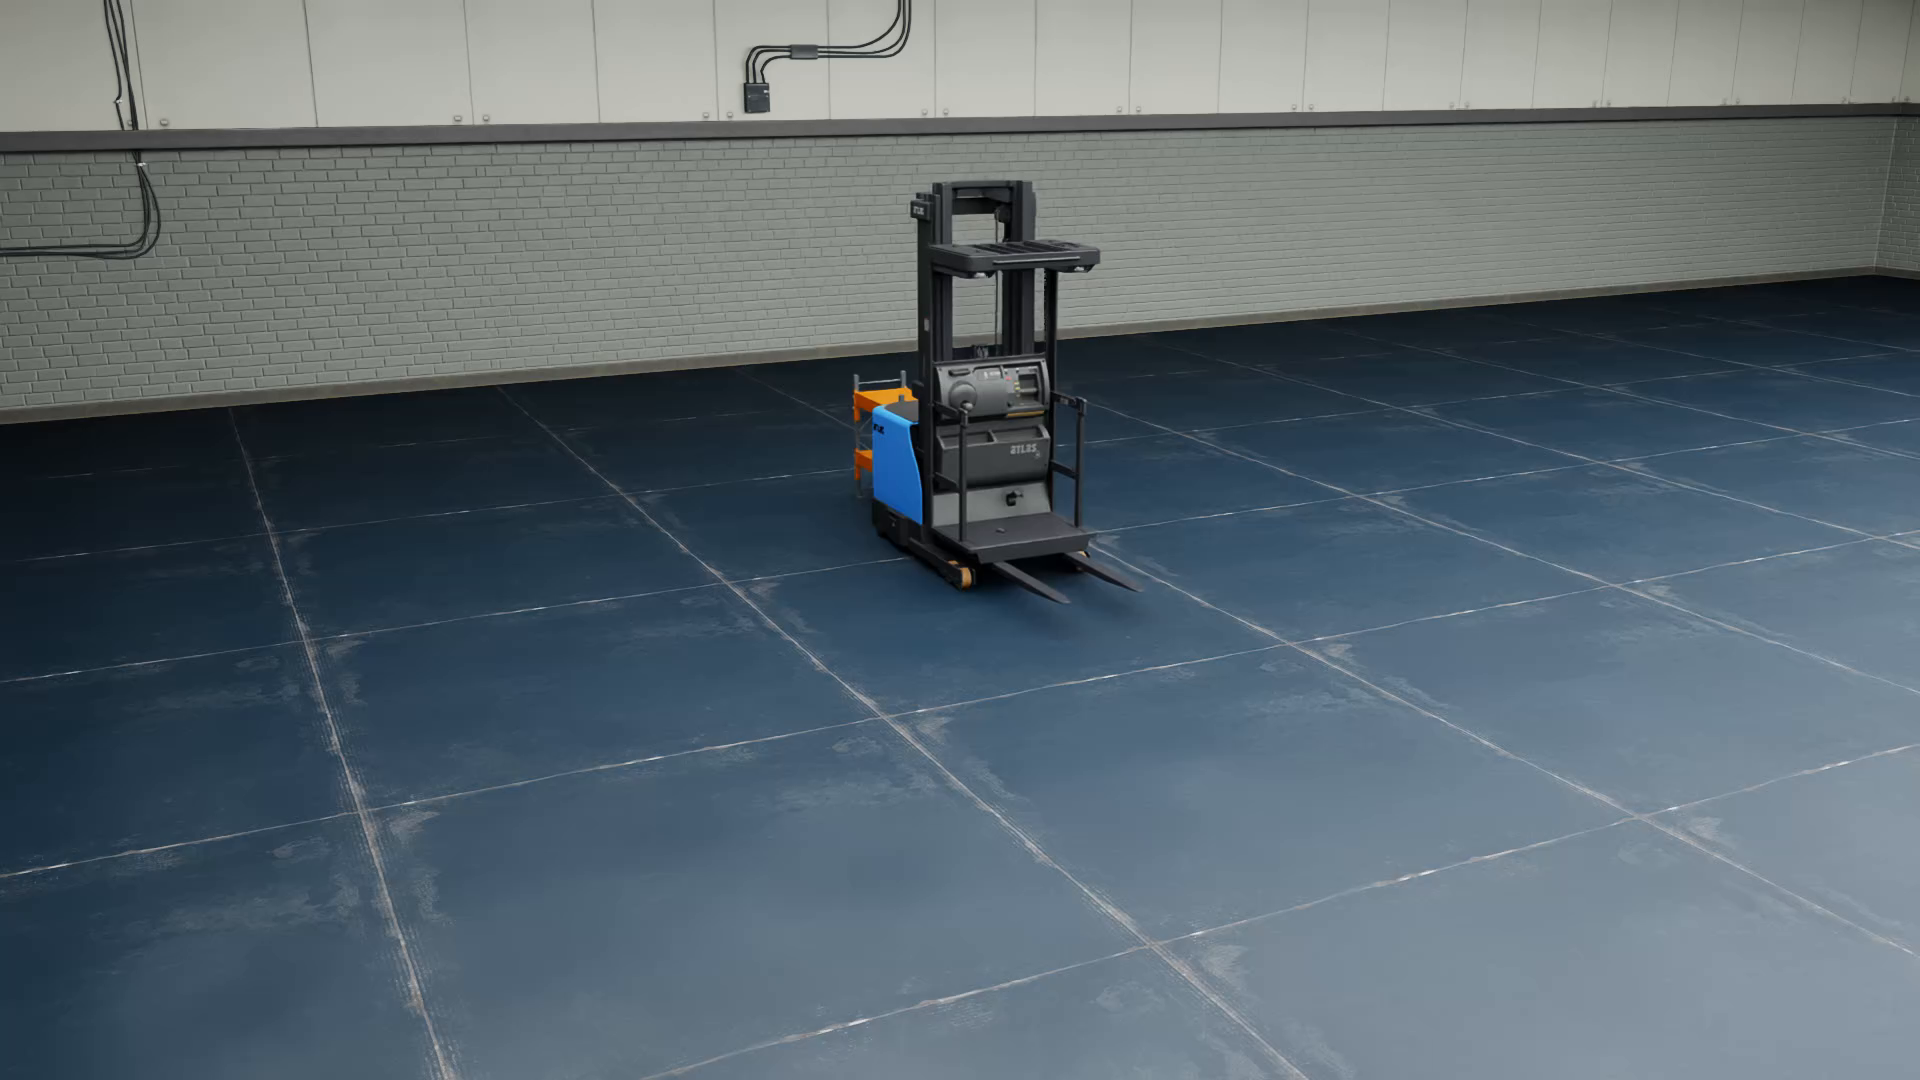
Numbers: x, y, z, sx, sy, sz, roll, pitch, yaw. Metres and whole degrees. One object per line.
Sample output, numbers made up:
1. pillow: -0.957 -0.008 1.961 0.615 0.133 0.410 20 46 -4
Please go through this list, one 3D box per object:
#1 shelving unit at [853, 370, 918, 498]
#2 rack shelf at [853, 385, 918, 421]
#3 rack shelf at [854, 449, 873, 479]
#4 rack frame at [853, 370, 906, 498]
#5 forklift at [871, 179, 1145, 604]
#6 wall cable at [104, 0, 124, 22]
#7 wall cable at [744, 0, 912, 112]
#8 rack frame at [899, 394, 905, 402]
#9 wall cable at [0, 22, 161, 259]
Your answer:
1. shelving unit: -0.501 -0.830 14.602 0.538 1.125 1.048 -8 18 -25
2. rack shelf: -0.501 -1.111 14.521 0.538 0.278 1.000 -8 18 -25
3. rack shelf: -0.501 -0.595 14.670 0.538 0.278 1.000 -8 18 -25
4. rack frame: -0.721 -0.956 15.043 0.500 1.125 0.032 -8 18 -25
5. forklift: 0.351 -1.178 12.543 1.130 2.935 3.031 -8 18 -25
6. wall cable: -7.753 -6.877 17.873 3.097 2.526 0.112 -8 18 -25
7. wall cable: -1.644 -8.393 20.517 2.305 6.003 0.169 -8 18 -25
8. rack frame: -0.282 -0.703 14.161 0.500 1.125 0.032 -8 18 -25
9. wall cable: -10.185 -4.122 17.431 3.097 2.526 0.112 -8 18 -25
